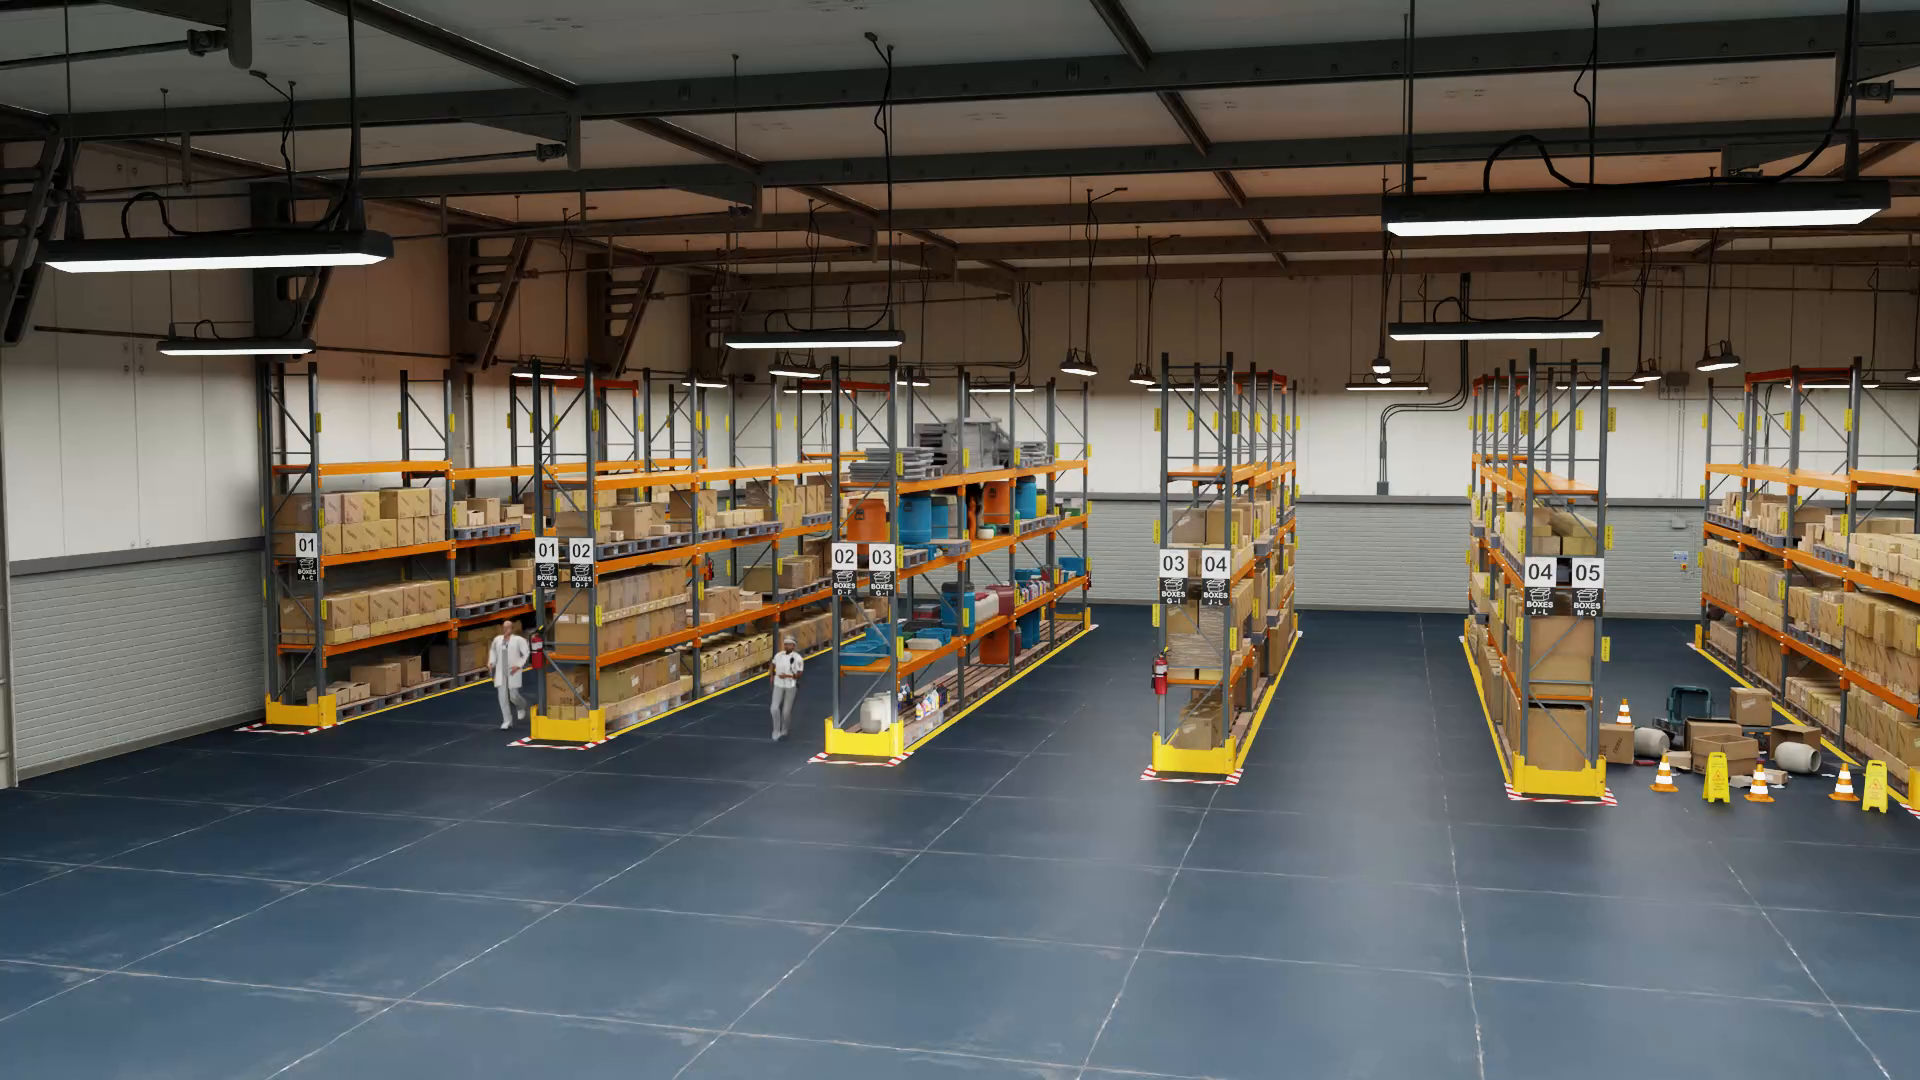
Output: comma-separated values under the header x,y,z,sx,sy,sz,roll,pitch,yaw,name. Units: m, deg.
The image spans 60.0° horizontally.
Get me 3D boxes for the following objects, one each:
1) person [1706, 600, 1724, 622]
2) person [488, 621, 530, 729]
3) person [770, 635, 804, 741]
x,y,z,sx,sy,sz,roll,pitch,yaw,name
17.379,1.478,38.104,0.556,1.681,0.842,2,4,21,person
-7.431,2.195,27.431,0.733,1.753,0.780,0,4,6,person
-2.749,2.333,26.249,0.560,1.681,0.626,0,4,3,person
